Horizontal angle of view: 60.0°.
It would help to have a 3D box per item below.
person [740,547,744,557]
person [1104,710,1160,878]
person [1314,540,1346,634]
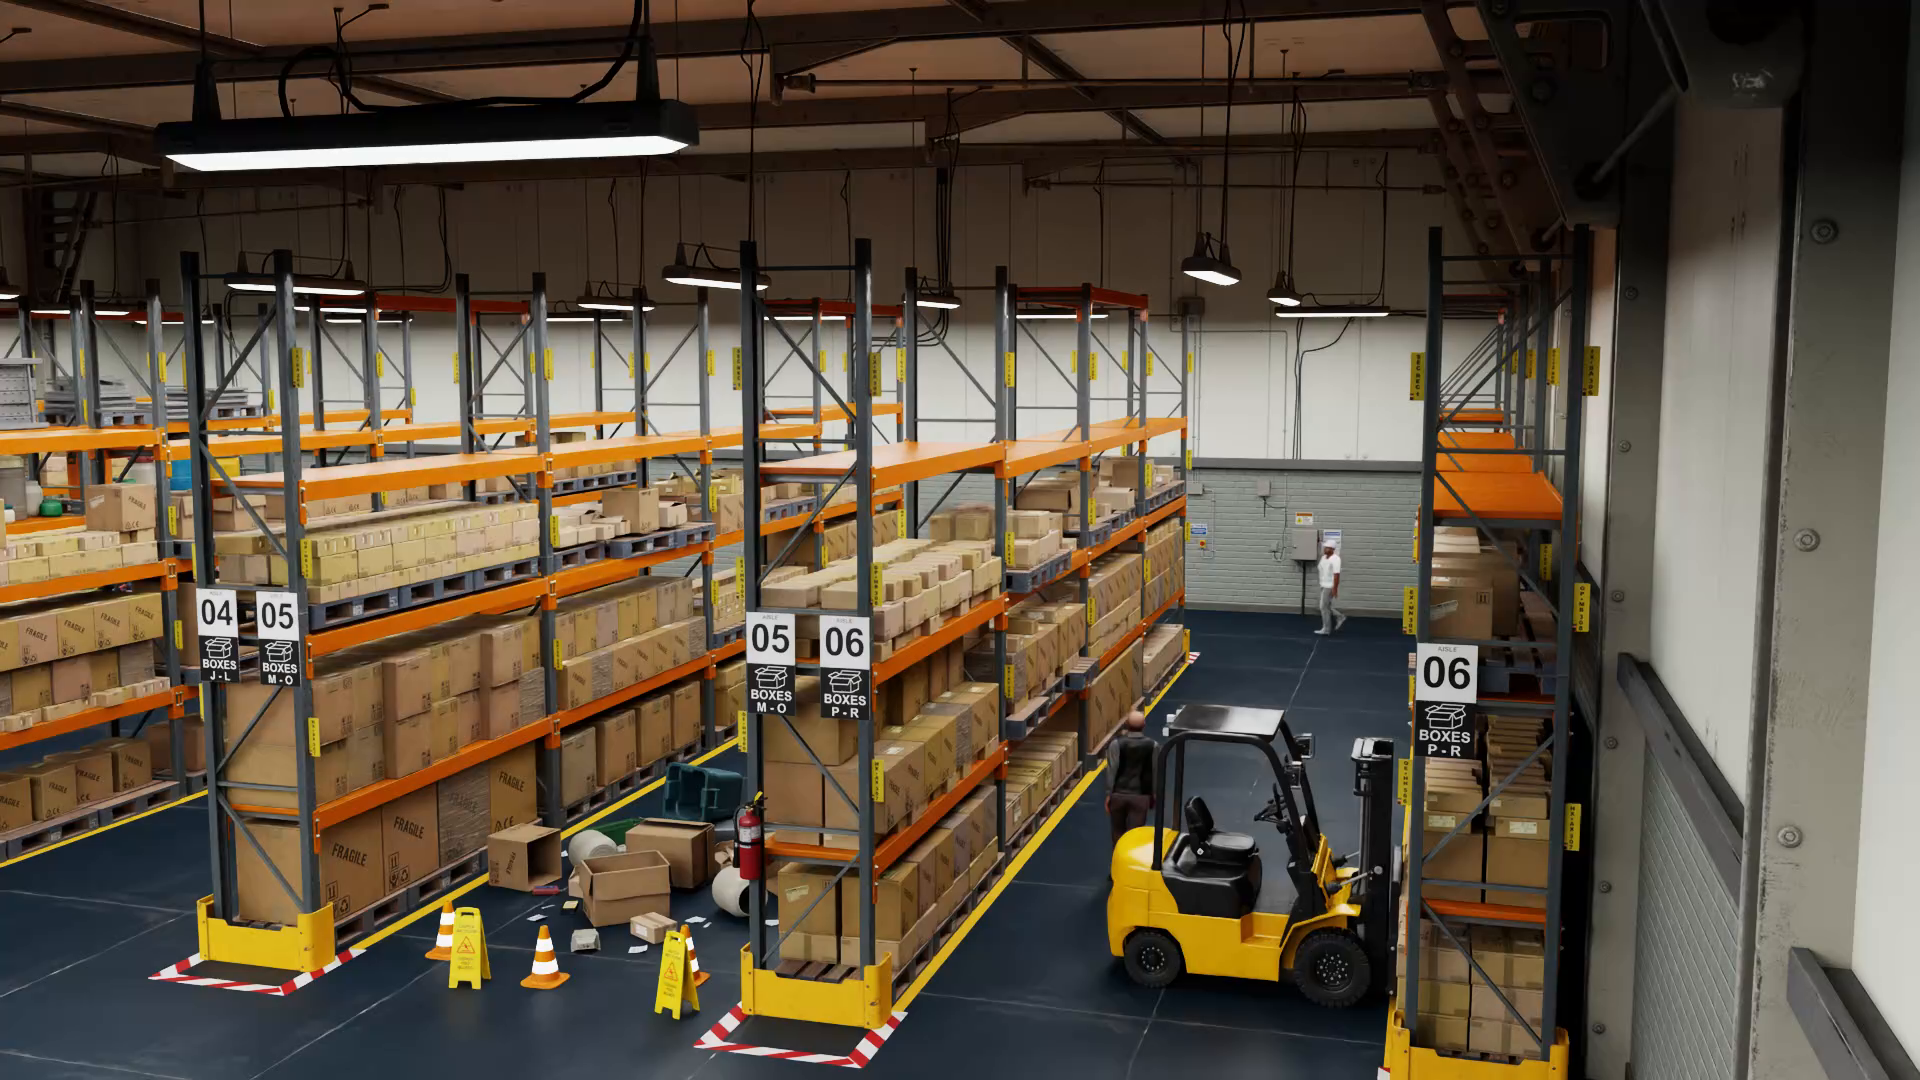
[{"bbox_3d":[-4.030,0.683,32.184,0.542,1.725,1.068,2,7,19],"label":"person"},{"bbox_3d":[1.679,2.536,16.169,0.529,1.768,0.613,1,7,12],"label":"person"},{"bbox_3d":[6.827,0.858,30.590,0.617,1.755,0.551,0,6,0],"label":"person"}]
